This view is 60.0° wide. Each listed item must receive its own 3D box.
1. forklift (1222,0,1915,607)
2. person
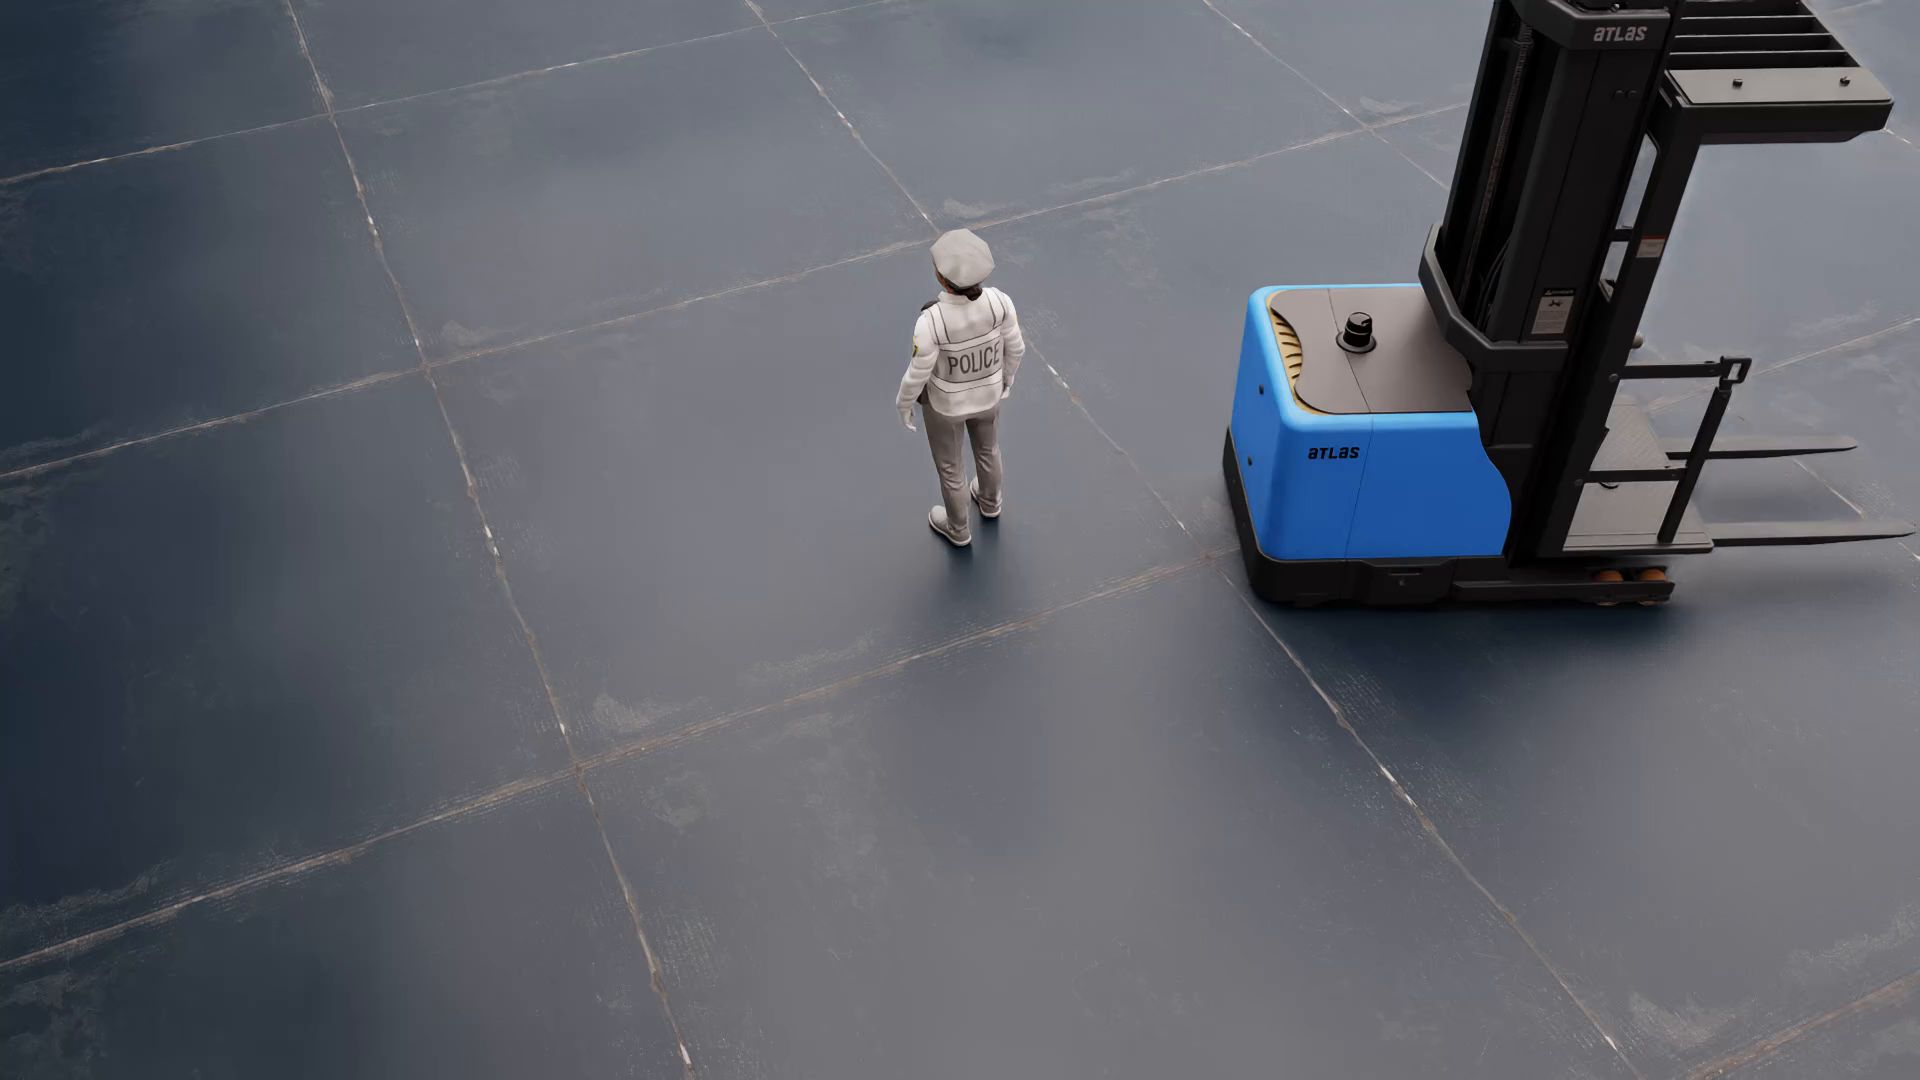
[{"bbox_3d":[2.810,-1.137,6.898,3.031,2.935,1.130,-1,43,-1],"label":"forklift"},{"bbox_3d":[-0.022,-0.668,7.292,0.588,1.696,0.533,-18,46,-18],"label":"person"}]
